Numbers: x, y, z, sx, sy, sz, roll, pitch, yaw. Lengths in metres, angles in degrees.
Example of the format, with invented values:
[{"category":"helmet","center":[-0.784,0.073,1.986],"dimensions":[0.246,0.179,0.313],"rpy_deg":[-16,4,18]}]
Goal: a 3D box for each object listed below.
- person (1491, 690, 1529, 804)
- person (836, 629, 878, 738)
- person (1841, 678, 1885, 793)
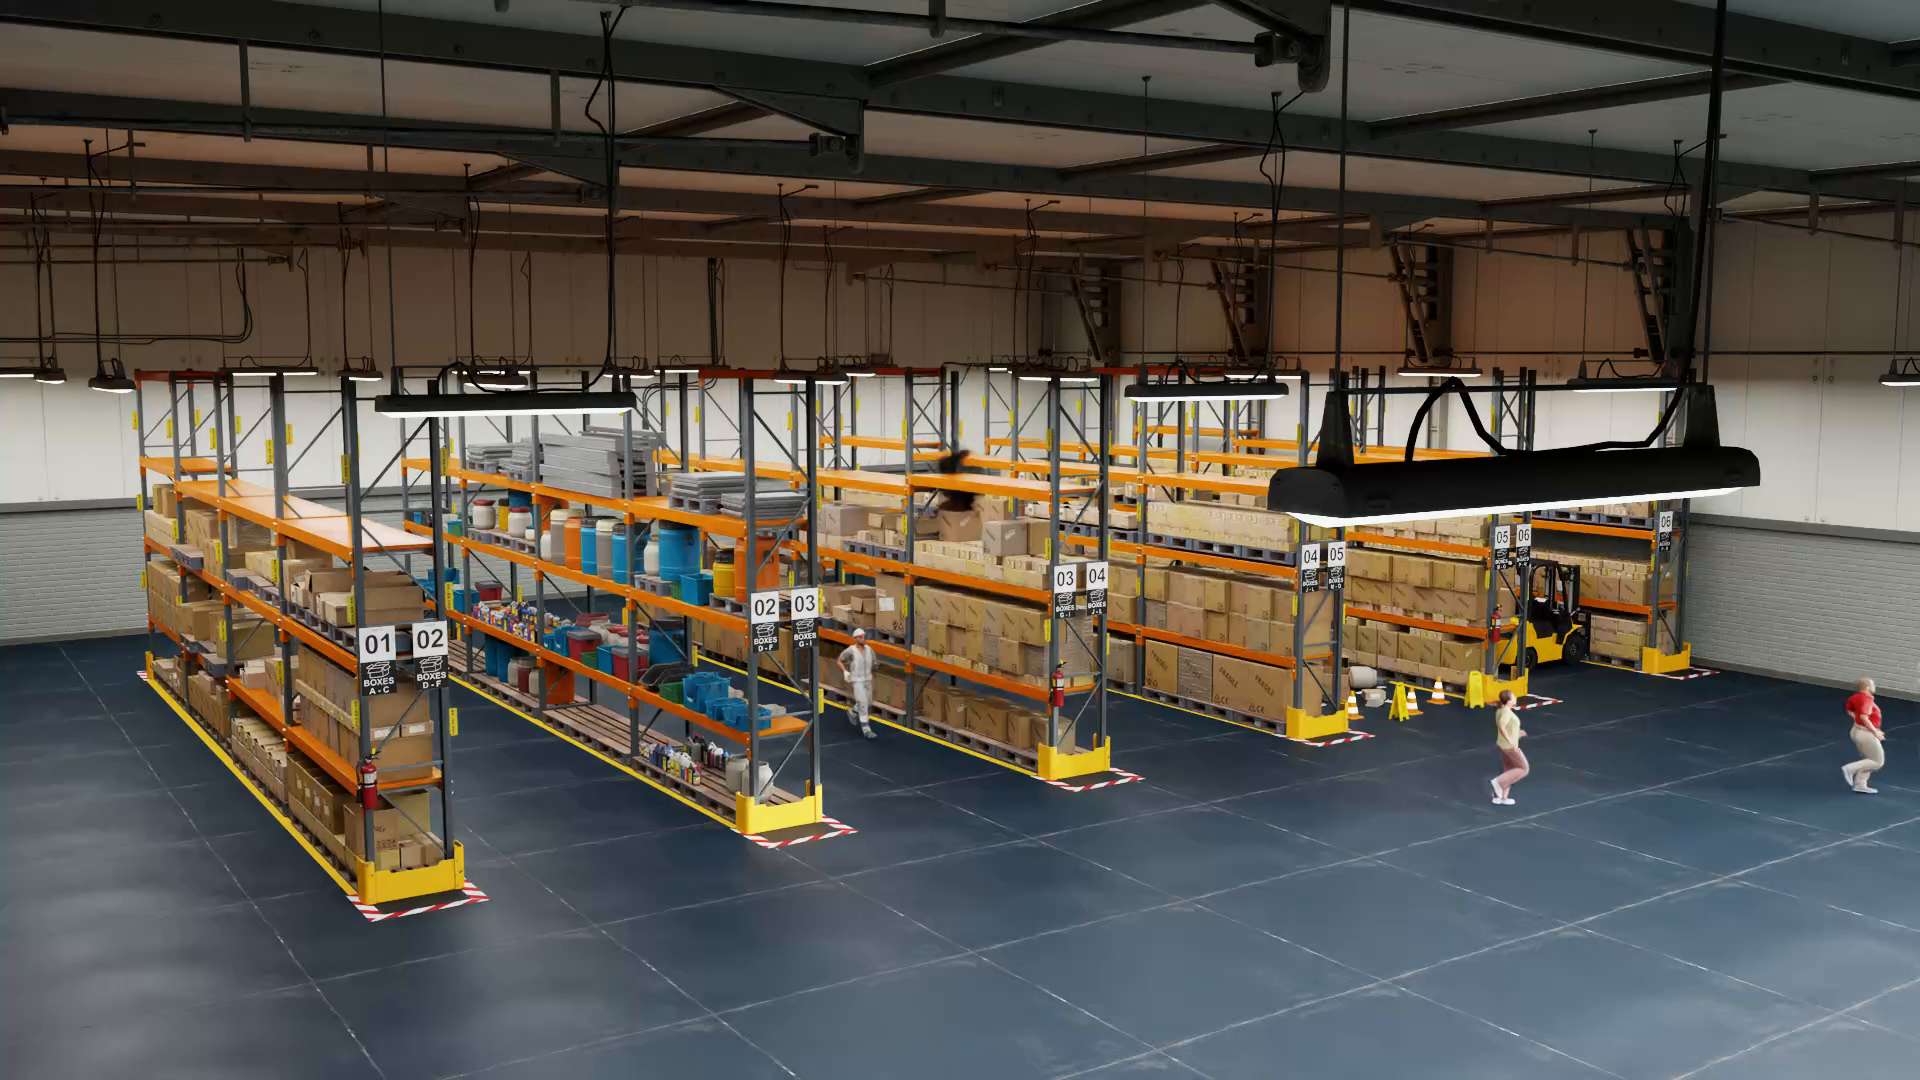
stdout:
[{"category":"person","center":[7.694,2.898,23.297],"dimensions":[0.540,1.627,0.575],"rpy_deg":[0,6,-1]},{"category":"person","center":[-1.647,2.341,27.477],"dimensions":[0.667,1.768,0.967],"rpy_deg":[-5,8,-38]},{"category":"person","center":[12.965,2.857,23.892],"dimensions":[0.599,1.594,0.655],"rpy_deg":[1,6,6]}]
